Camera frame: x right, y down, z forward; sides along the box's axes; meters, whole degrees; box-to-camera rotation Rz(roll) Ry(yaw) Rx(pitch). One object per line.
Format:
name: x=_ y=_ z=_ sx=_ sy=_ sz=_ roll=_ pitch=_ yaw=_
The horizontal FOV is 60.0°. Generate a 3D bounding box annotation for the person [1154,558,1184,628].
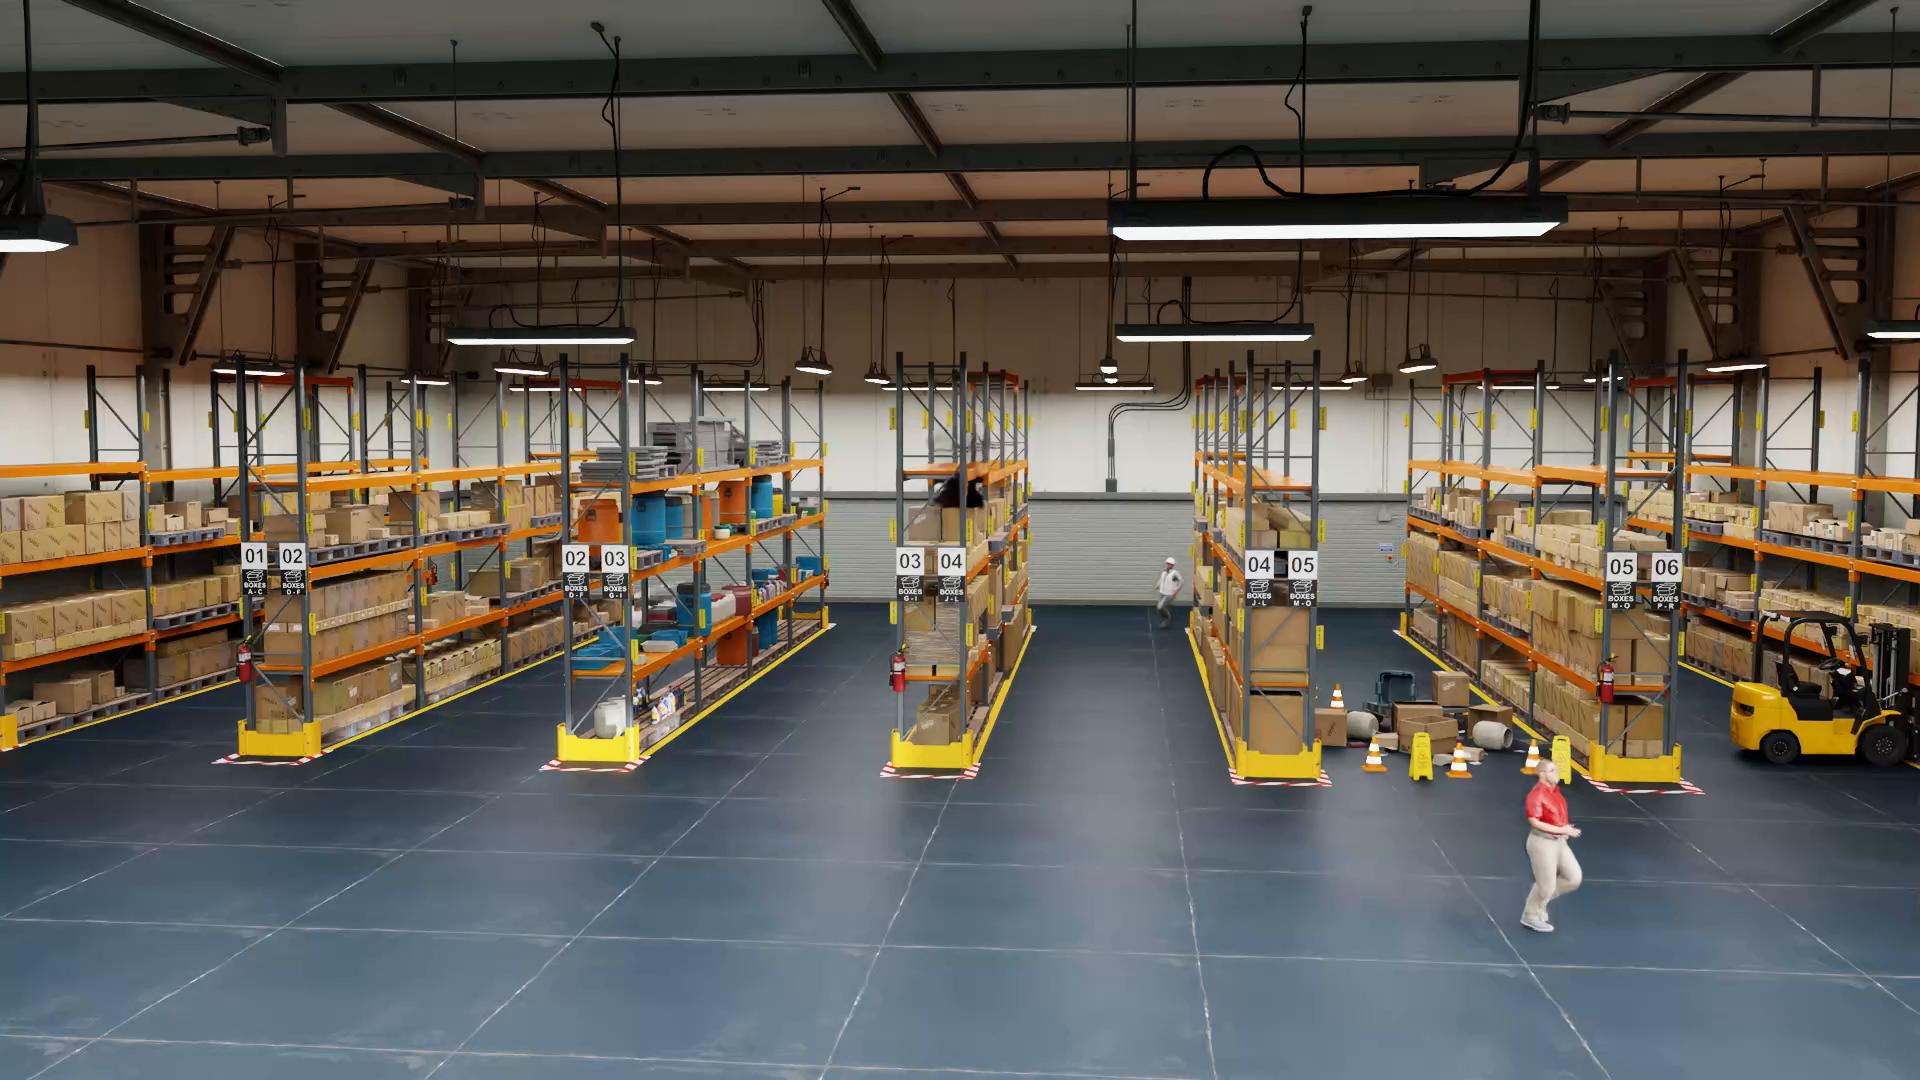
person: x=5.004 y=1.283 z=40.181 sx=0.577 sy=1.717 sz=0.717 roll=-3 pitch=5 yaw=-35

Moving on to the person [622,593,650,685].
person: x=-6.064 y=1.864 z=31.353 sx=0.700 sy=1.754 sz=0.989 roll=0 pitch=4 yaw=1

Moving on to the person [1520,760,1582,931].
person: x=5.806 y=2.998 z=16.284 sx=0.630 sy=1.687 sz=0.602 roll=-4 pitch=6 yaw=-44
